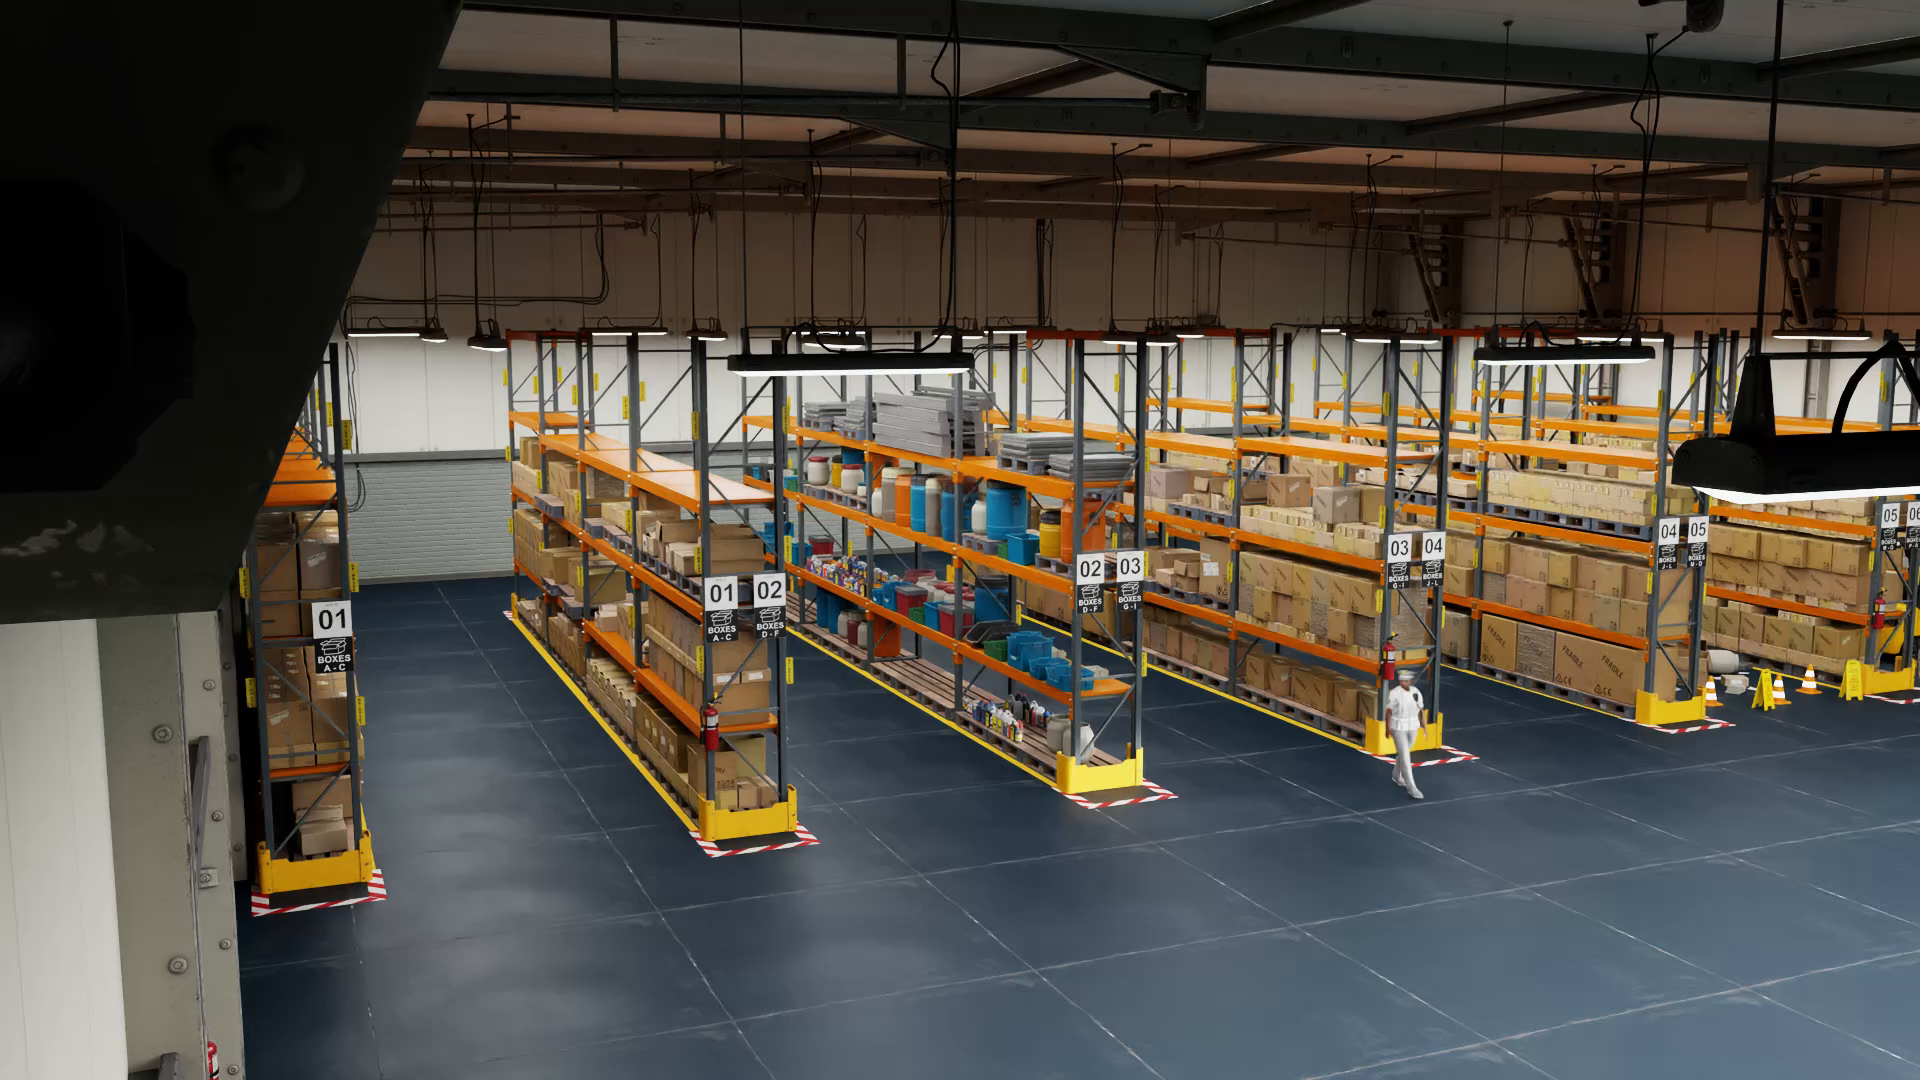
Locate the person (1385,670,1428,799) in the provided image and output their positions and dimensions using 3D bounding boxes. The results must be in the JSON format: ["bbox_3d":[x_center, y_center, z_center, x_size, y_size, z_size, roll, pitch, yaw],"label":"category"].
[{"bbox_3d":[5.927,2.520,21.977,0.472,1.637,0.905,-2,8,-12],"label":"person"}]
